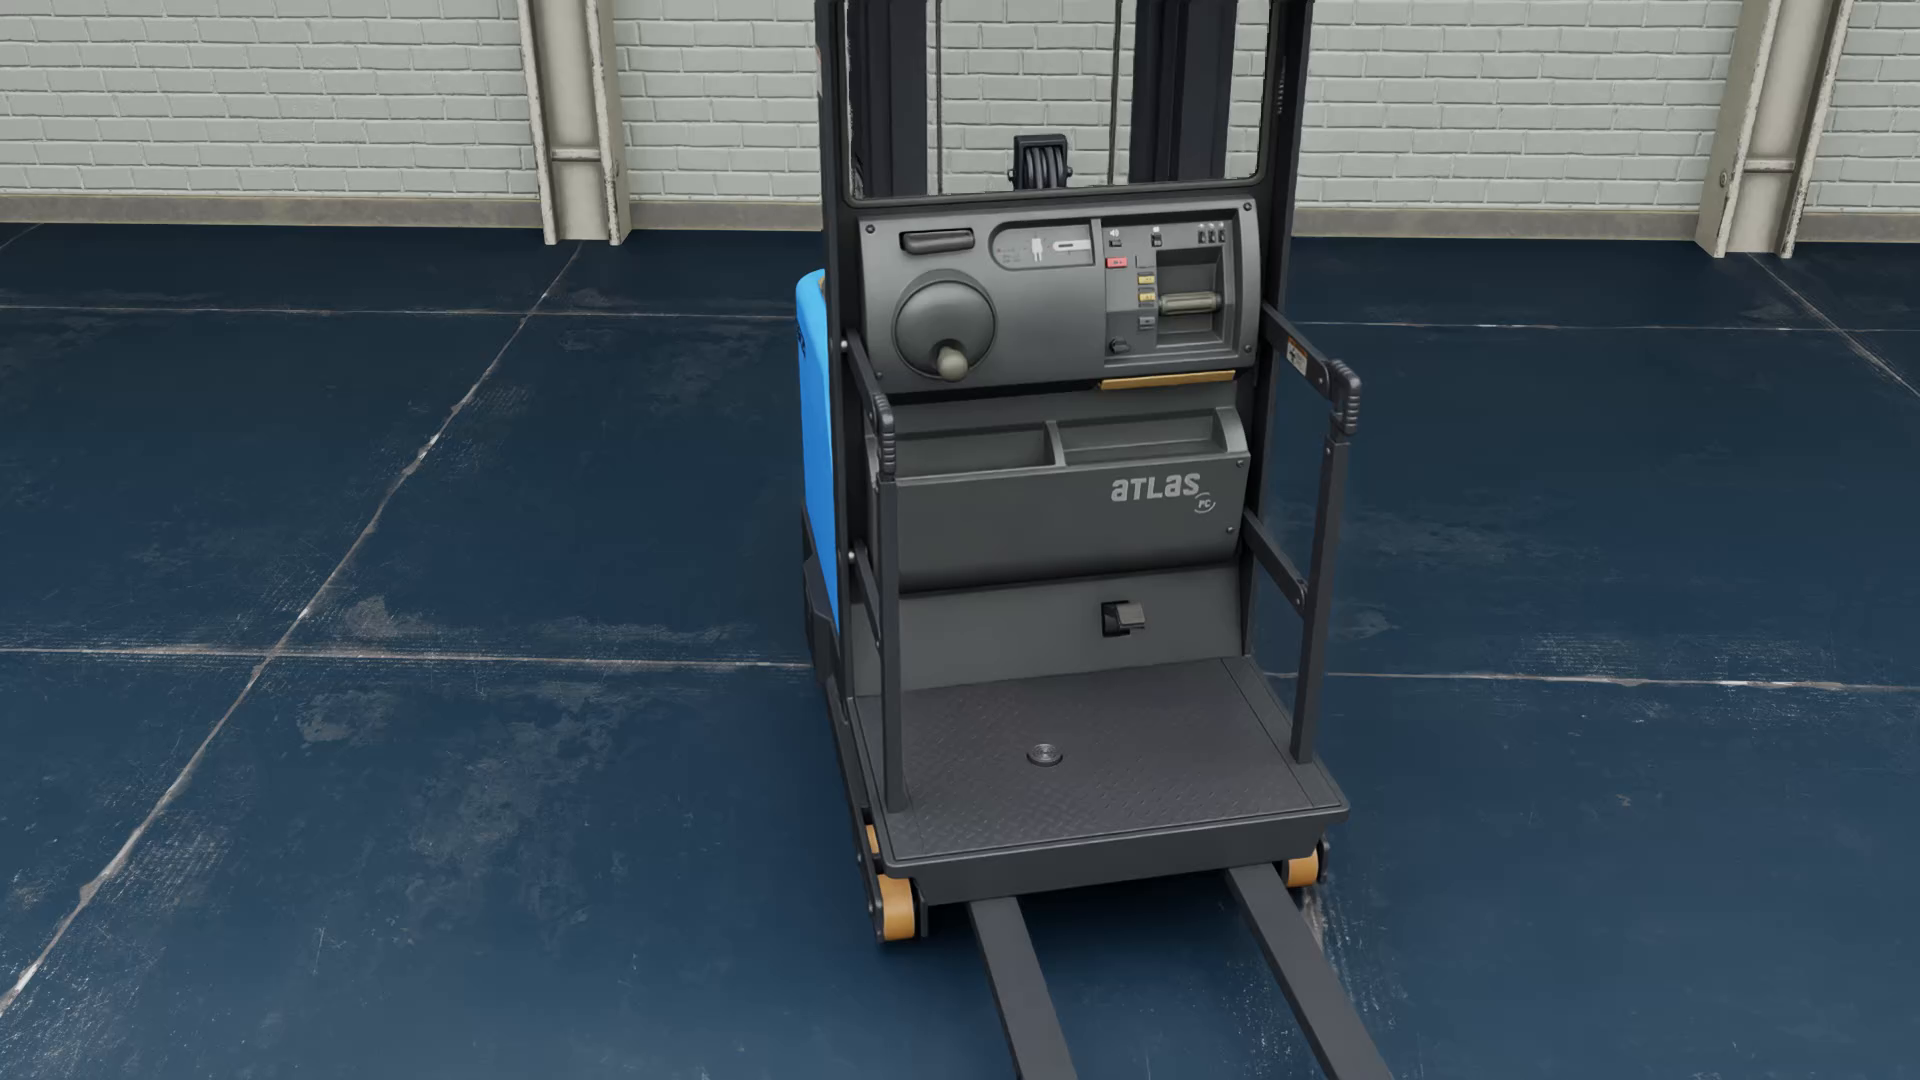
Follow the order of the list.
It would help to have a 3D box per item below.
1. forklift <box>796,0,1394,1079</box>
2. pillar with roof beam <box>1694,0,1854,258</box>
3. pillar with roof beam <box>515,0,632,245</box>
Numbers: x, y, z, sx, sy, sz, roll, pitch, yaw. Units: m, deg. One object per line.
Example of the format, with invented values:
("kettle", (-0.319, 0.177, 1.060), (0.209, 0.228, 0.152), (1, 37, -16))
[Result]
("forklift", (0.280, -0.531, 3.622), (1.130, 2.935, 3.031), (-5, 28, -10))
("pillar with roof beam", (3.887, -3.469, 2.687), (0.400, 9.000, 9.100), (1, 28, 2))
("pillar with roof beam", (-2.110, -3.569, 2.874), (0.400, 9.000, 9.100), (1, 28, 2))
